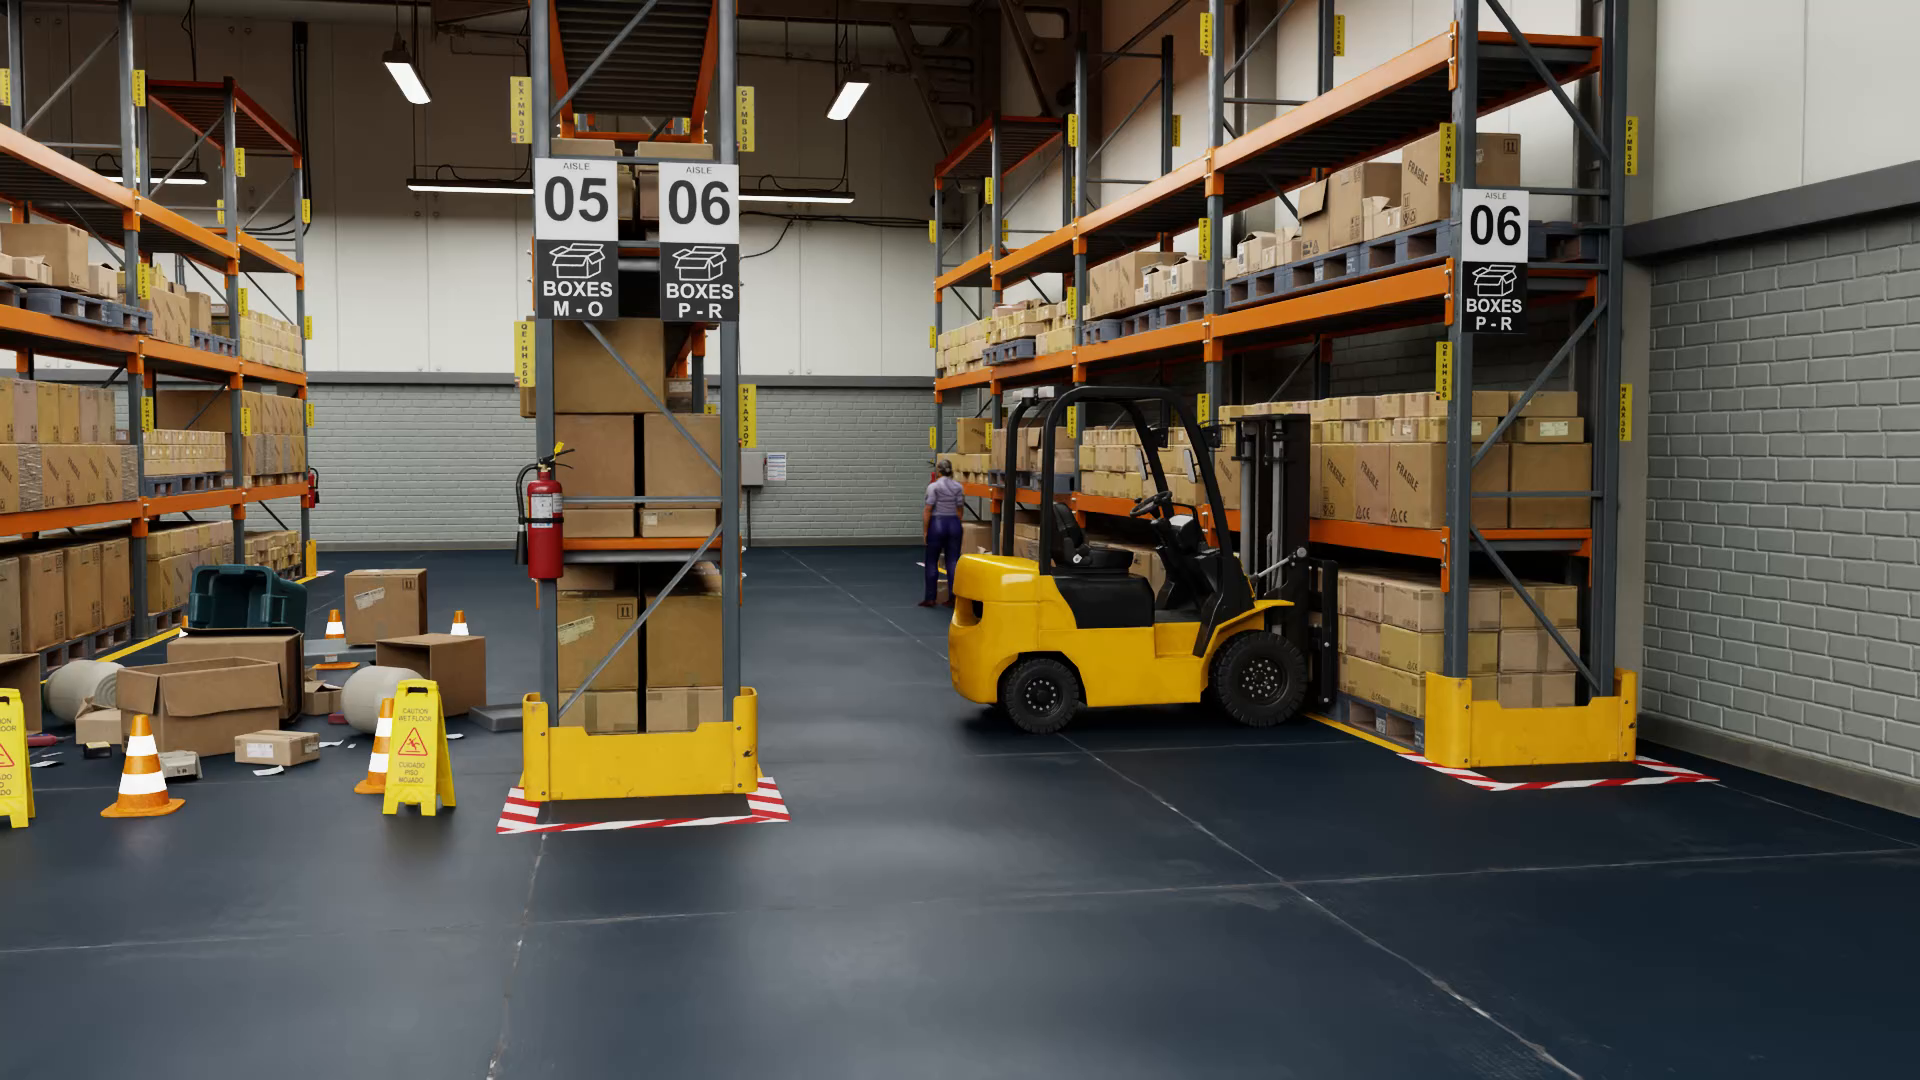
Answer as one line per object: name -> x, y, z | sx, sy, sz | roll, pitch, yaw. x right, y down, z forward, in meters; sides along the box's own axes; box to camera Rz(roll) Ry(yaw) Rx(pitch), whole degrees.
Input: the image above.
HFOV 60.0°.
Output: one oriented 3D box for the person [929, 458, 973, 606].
person -> -0.111, -0.071, 18.667 | 0.513, 1.700, 0.318 | -1, 3, -17
